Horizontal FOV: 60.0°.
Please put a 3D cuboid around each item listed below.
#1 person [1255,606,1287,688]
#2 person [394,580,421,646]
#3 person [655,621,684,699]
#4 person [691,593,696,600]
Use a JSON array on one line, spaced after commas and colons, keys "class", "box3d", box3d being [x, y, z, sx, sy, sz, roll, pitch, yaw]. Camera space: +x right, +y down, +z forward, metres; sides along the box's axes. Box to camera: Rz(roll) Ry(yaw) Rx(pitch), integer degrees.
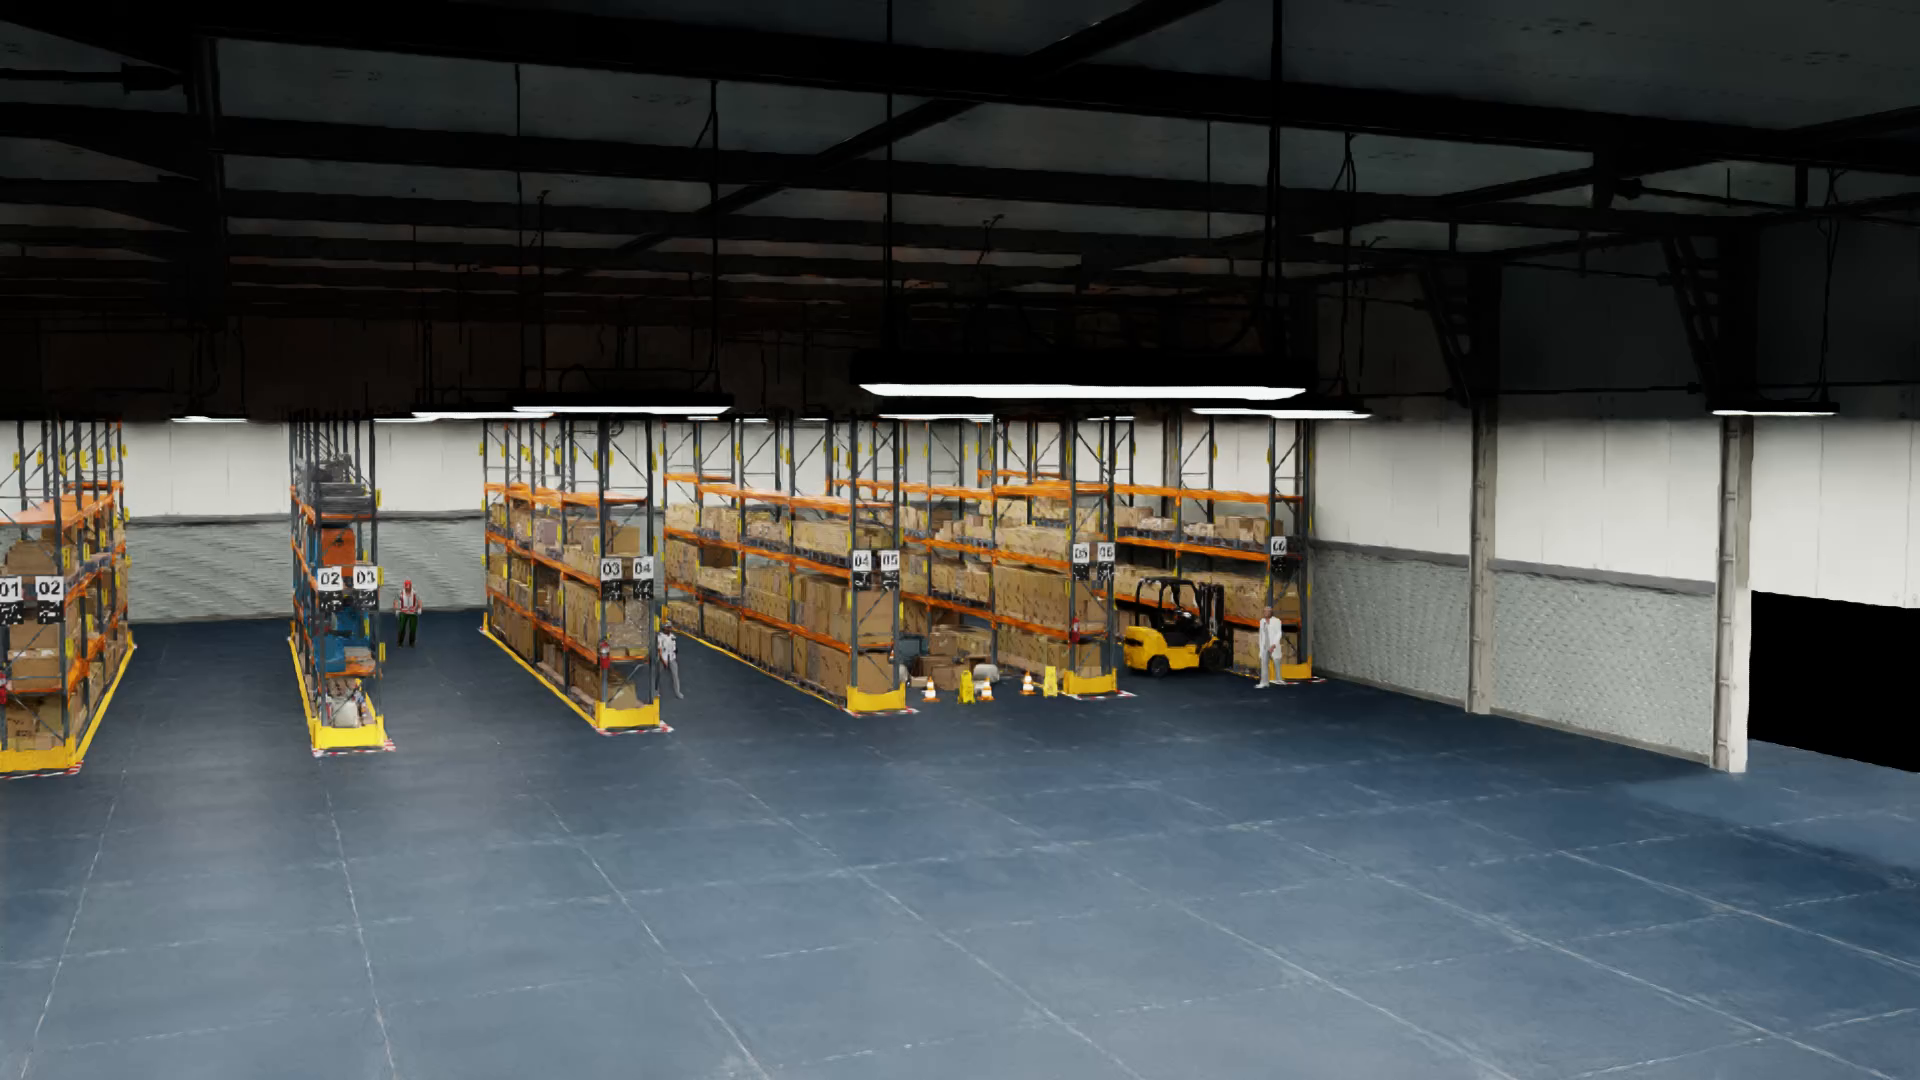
[{"class": "person", "box3d": [6.746, 2.312, 36.096, 0.604, 1.770, 0.768, 3, 5, 37]}, {"class": "person", "box3d": [-14.165, 1.874, 42.657, 0.678, 1.741, 0.546, -2, 4, -25]}, {"class": "person", "box3d": [-6.099, 2.477, 34.567, 0.448, 1.618, 0.997, -2, 5, -32]}, {"class": "person", "box3d": [-7.970, 1.320, 50.011, 0.631, 1.776, 0.489, 2, 5, 28]}]
